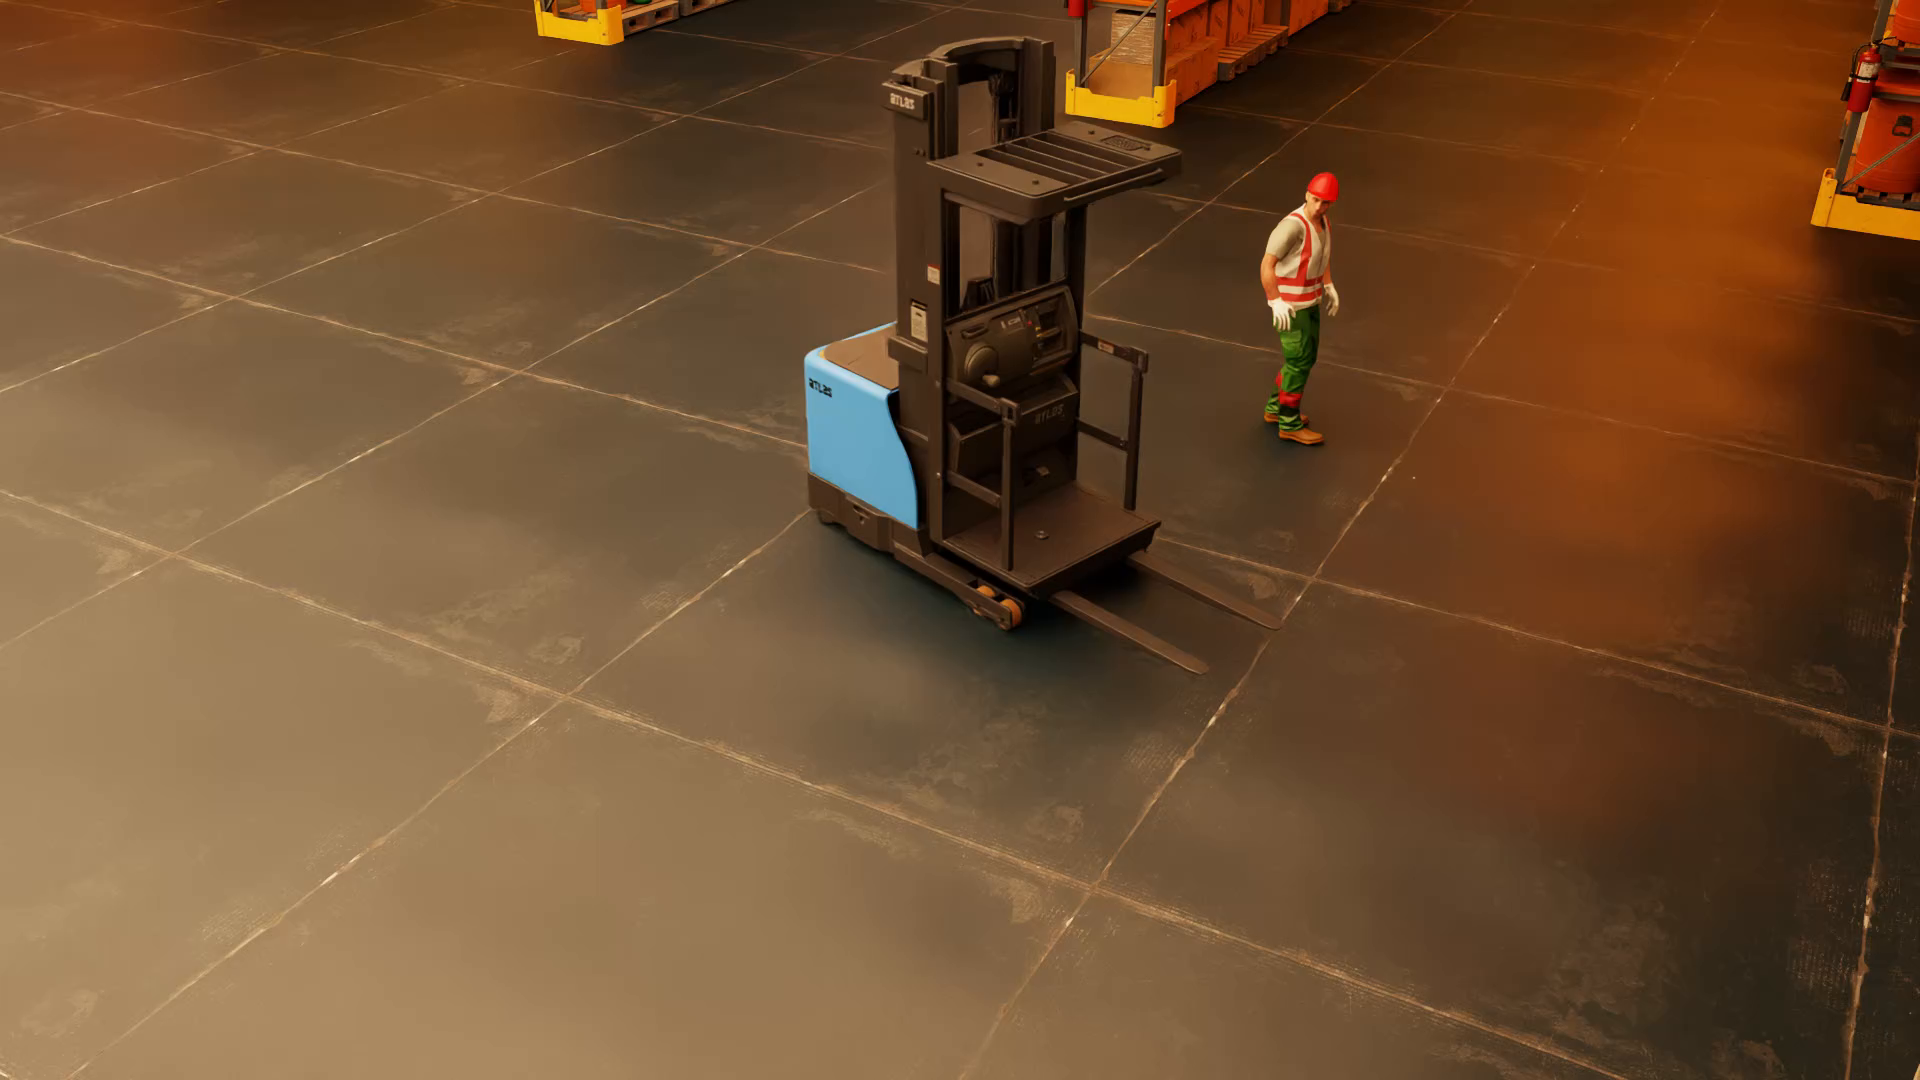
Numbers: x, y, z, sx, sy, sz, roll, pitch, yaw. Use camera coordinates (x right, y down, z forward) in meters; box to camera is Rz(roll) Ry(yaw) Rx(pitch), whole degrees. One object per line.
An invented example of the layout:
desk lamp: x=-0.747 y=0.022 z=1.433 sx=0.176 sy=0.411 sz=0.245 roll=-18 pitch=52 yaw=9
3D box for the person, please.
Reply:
person: x=2.282 y=-1.523 z=10.878 sx=0.510 sy=1.765 sz=0.763 roll=18 pitch=35 yaw=28

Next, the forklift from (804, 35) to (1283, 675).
forklift: x=0.435 y=-1.065 z=8.916 sx=1.130 sy=2.935 sz=3.031 roll=-25 pitch=38 yaw=-36
